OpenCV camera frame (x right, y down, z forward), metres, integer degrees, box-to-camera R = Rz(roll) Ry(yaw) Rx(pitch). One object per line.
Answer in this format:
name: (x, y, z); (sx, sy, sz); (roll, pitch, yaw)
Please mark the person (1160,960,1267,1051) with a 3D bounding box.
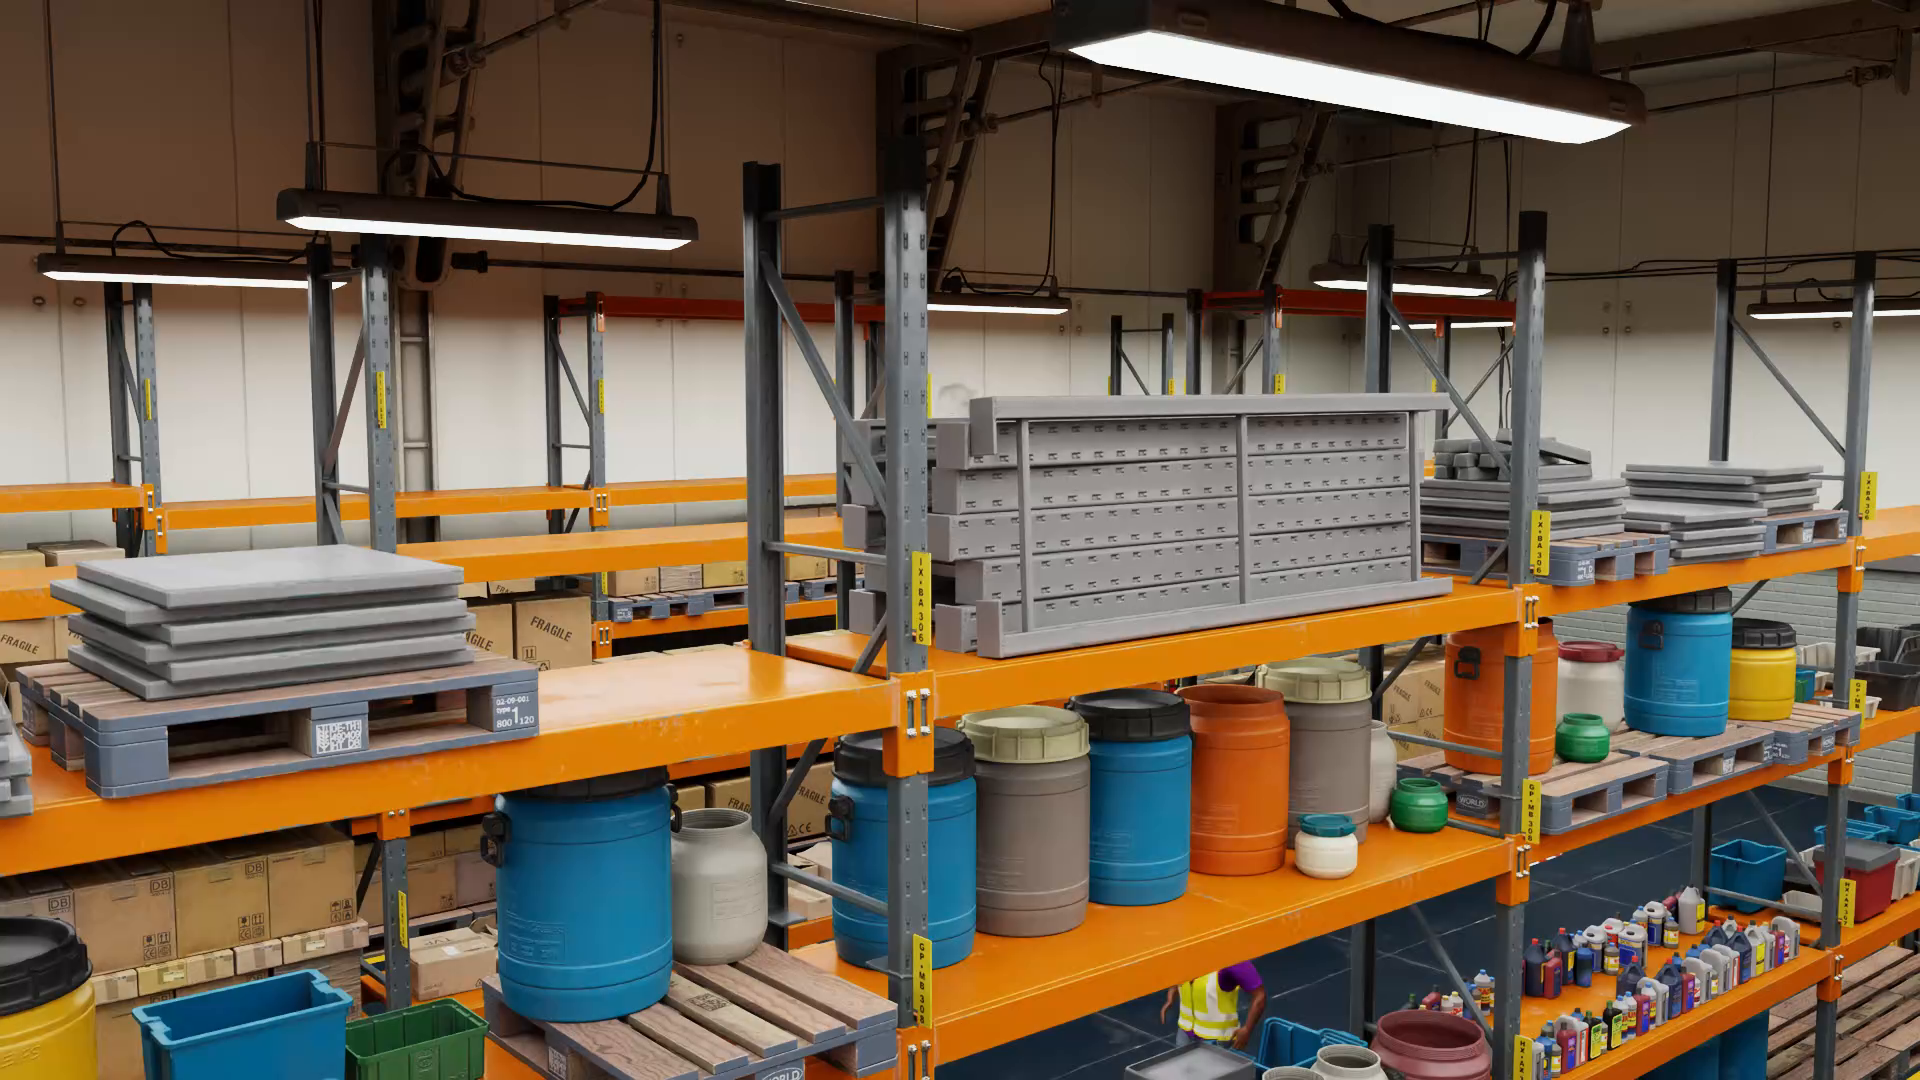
person: (1.661, 3.255, 11.051); (0.613, 1.727, 0.736); (-5, 7, -40)
